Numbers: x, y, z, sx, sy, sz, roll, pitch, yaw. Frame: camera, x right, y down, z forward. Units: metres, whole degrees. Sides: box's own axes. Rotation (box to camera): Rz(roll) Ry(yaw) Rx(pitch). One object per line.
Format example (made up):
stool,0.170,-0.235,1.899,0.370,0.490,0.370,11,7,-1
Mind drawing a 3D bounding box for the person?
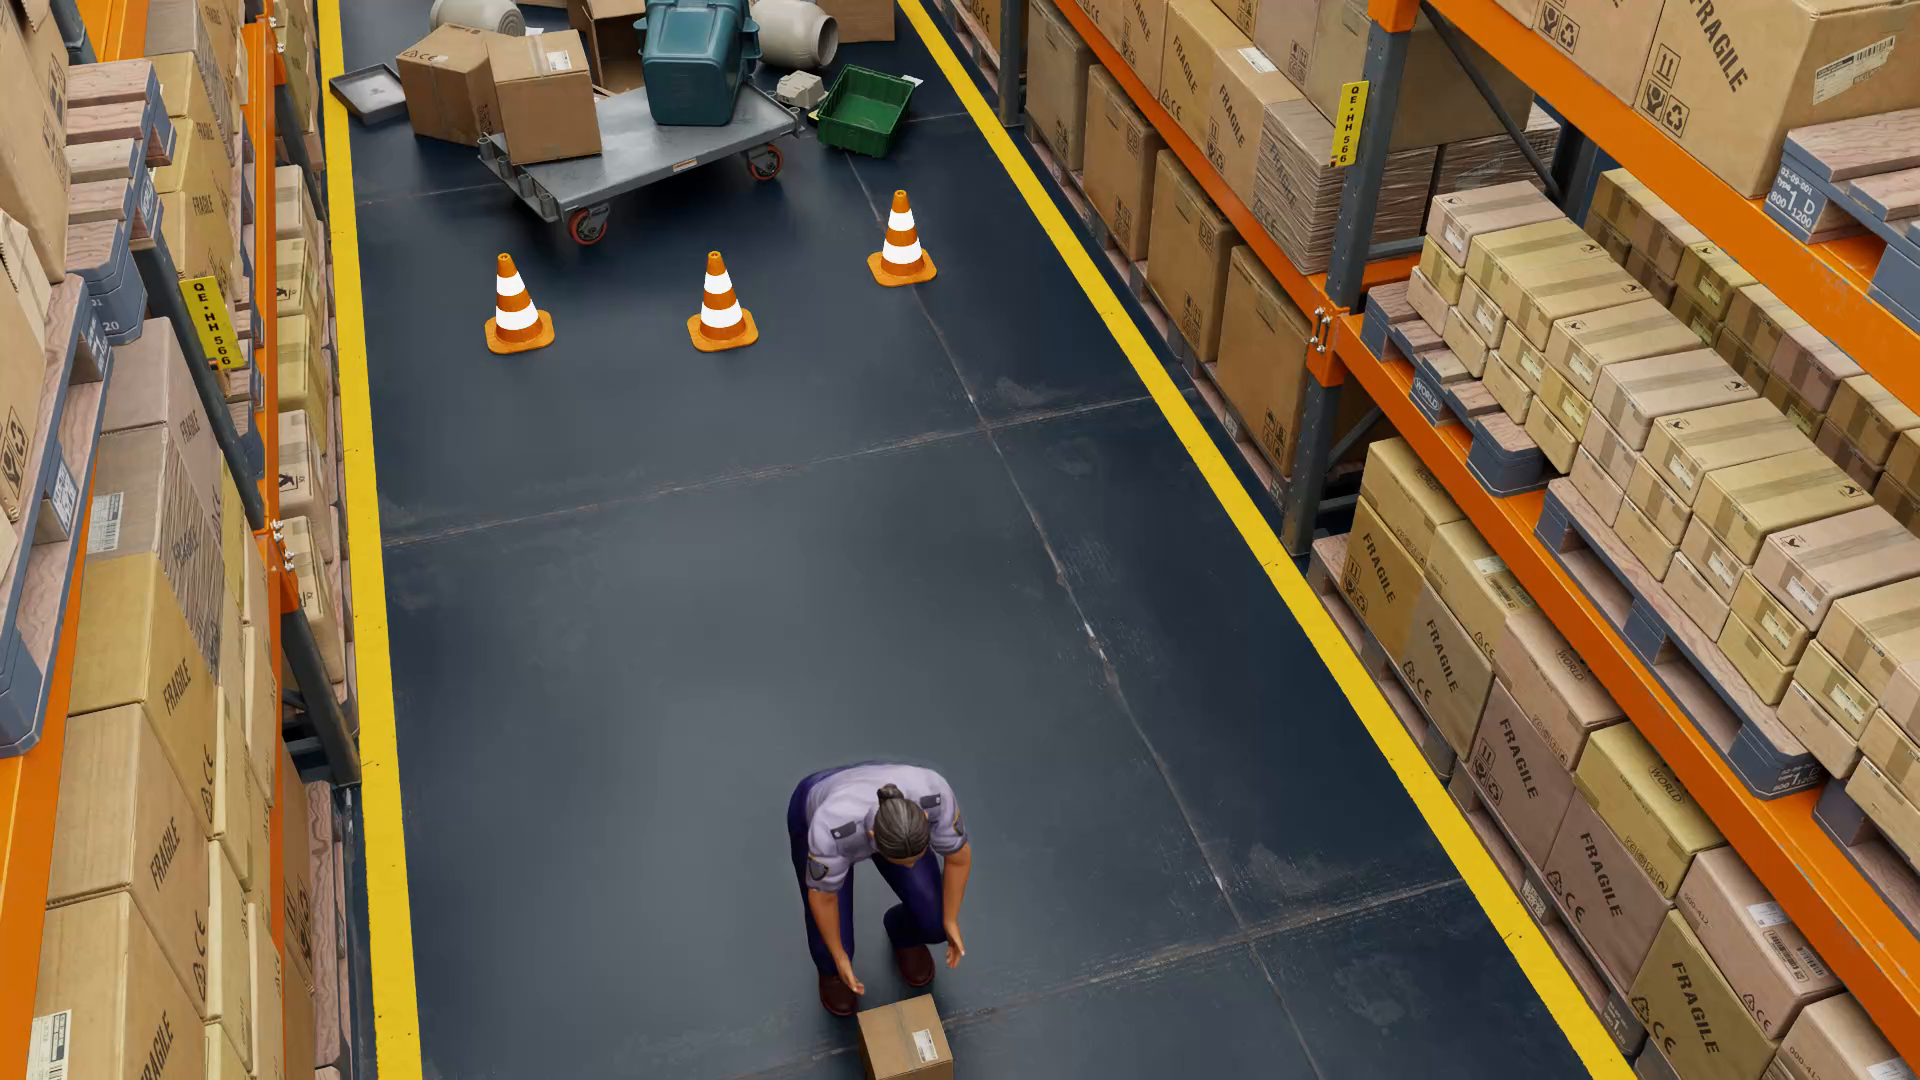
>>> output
person,-0.260,1.048,5.346,0.536,1.226,0.730,-12,44,-13
